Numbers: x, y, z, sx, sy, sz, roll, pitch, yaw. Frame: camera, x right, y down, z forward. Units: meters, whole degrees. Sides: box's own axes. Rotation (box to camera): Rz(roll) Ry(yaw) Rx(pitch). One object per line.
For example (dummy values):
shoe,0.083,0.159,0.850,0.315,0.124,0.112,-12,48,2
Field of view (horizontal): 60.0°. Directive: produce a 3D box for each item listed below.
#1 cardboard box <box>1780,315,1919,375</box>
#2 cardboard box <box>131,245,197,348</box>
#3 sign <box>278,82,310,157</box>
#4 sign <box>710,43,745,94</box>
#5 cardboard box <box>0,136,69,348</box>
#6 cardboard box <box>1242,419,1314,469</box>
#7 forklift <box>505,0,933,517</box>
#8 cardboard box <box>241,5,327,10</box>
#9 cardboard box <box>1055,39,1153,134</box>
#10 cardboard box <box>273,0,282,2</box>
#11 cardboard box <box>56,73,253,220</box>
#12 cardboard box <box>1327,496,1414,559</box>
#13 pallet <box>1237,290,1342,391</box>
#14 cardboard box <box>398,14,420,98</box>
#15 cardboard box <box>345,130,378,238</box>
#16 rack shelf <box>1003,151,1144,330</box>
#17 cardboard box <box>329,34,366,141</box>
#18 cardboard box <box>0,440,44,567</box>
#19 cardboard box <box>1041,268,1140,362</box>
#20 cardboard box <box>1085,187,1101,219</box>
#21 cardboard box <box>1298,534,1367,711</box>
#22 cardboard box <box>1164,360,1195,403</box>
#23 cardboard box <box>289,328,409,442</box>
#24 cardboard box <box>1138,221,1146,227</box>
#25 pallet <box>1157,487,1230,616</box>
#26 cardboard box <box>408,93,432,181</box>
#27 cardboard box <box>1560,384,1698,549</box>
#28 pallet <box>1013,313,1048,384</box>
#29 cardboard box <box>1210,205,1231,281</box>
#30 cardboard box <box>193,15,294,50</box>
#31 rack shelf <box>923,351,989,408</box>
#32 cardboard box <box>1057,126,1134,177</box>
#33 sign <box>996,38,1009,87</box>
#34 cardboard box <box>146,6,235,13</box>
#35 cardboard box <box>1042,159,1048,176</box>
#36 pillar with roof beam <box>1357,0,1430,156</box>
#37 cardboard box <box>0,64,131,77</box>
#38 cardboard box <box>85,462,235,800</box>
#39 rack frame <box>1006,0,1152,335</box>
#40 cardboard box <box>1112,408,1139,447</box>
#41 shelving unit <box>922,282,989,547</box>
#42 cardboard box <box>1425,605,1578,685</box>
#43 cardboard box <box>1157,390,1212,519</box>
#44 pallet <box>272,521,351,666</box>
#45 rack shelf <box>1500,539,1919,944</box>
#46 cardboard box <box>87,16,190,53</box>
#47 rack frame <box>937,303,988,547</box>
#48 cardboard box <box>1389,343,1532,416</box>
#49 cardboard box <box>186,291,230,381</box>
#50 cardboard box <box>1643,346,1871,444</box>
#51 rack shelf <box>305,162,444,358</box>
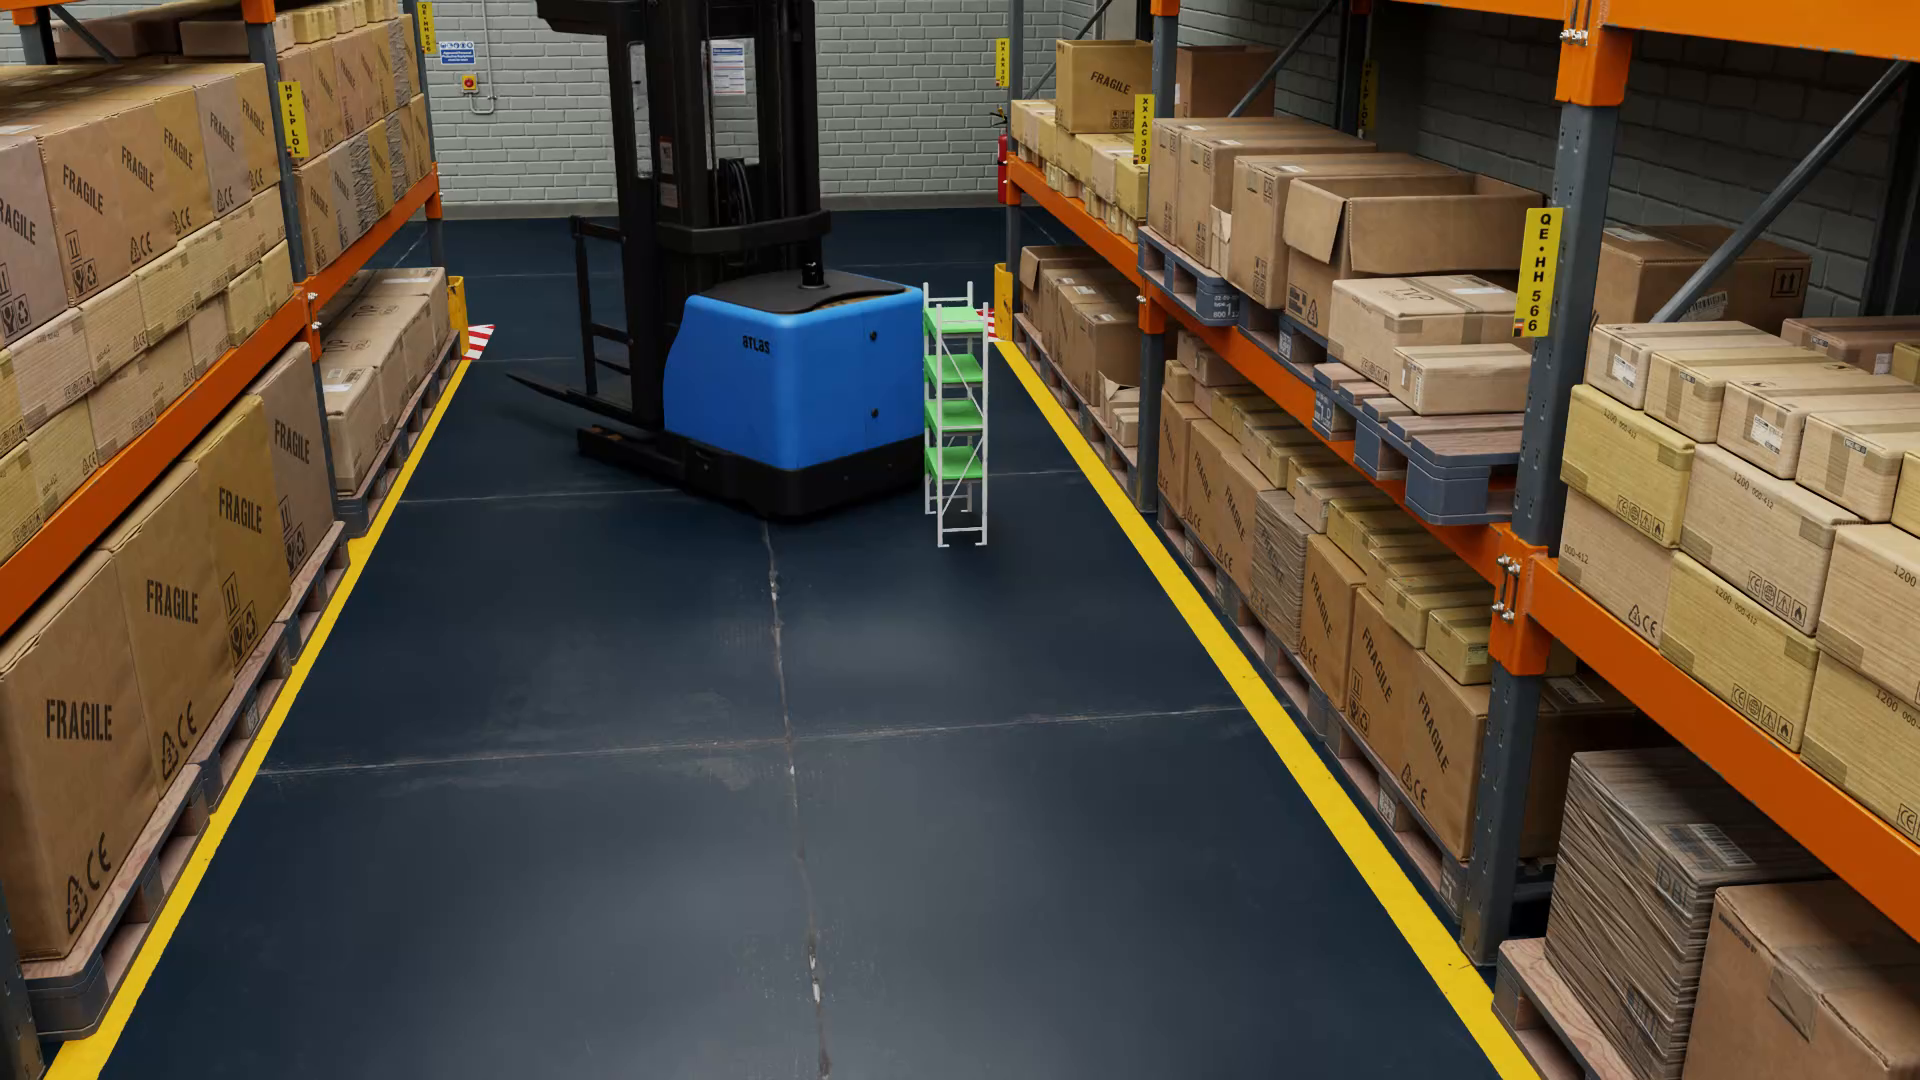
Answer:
cardboard box,2.239,-0.444,4.049,0.380,0.149,0.250,-2,21,-6
cardboard box,-2.941,-0.825,5.637,0.500,0.250,0.500,-3,21,-7
sign,-2.960,-1.866,7.382,0.100,0.325,0.005,-3,21,-8
sign,-2.350,-4.773,16.844,0.329,0.494,0.001,-3,21,-8
cardboard box,-2.829,-0.814,4.537,0.500,0.500,0.500,-3,21,-8
cardboard box,1.421,-0.410,7.073,0.380,0.149,0.250,-3,21,-8
forklift,-1.540,-1.916,9.157,1.130,2.935,3.031,-19,28,-41
cardboard box,-3.518,-2.711,8.688,0.380,0.149,0.250,-3,21,-8
cardboard box,0.854,-2.696,9.866,0.500,0.500,0.500,-2,21,-6
cardboard box,-4.117,-3.035,9.557,0.380,0.149,0.250,-3,21,-7
cardboard box,-3.101,-1.524,6.437,0.500,0.500,0.500,-3,21,-7
cardboard box,1.576,-0.050,6.109,0.380,0.149,0.250,-3,21,-9
pallet,1.707,-0.779,6.290,1.003,0.211,1.213,-3,21,-8
cardboard box,-3.767,-3.075,10.589,0.500,0.500,0.500,-2,21,-6
cardboard box,-3.438,-1.899,8.870,0.500,0.500,0.500,-3,21,-7
rack shelf,1.127,-1.937,10.142,1.077,0.370,4.000,-3,21,-8
cardboard box,-3.454,-2.375,8.716,0.500,0.500,0.500,-3,21,-7
cardboard box,-2.741,-0.056,4.294,0.500,0.250,0.500,-3,21,-9
cardboard box,0.918,-1.477,10.857,0.700,0.500,0.500,-2,21,-6
cardboard box,0.924,-1.918,9.424,0.380,0.149,0.250,-3,21,-9
cardboard box,1.579,0.288,6.131,0.500,0.500,0.500,-2,21,-5
cardboard box,1.204,-0.773,8.044,0.380,0.149,0.250,-2,21,-5
cardboard box,-3.610,-0.859,9.290,0.875,0.438,0.875,-4,21,-9
cardboard box,1.120,-1.561,8.468,0.380,0.149,0.250,-3,21,-7
pallet,1.570,0.005,7.901,1.003,0.211,1.213,-3,21,-8
cardboard box,-3.741,-2.608,10.768,0.500,0.500,0.500,-3,21,-7
cardboard box,1.790,-0.193,3.945,0.500,0.250,0.500,-3,21,-8
pallet,0.966,-1.357,11.549,1.003,0.211,1.213,-3,21,-8
cardboard box,1.236,-1.214,6.773,0.396,0.266,0.258,-2,21,-5
cardboard box,-3.337,-2.359,7.746,0.380,0.149,0.250,-3,21,-7
rack shelf,-0.024,-0.784,8.098,0.258,0.148,0.480,-3,21,-8
cardboard box,0.882,-2.339,9.980,0.500,0.250,0.500,-3,21,-9
sign,0.302,-3.344,11.645,0.100,0.325,0.005,-3,21,-8
cardboard box,-3.977,-2.685,8.619,0.380,0.149,0.250,-3,21,-9
cardboard box,0.745,-2.455,10.861,0.380,0.149,0.250,-2,21,-6
pillar with roof beam,-2.053,-4.461,7.298,9.100,9.000,0.400,-3,21,-8
cardboard box,-3.717,-1.678,6.849,0.500,0.500,0.500,-3,21,-7
cardboard box,-3.061,0.302,5.558,0.875,0.875,0.875,-3,21,-7
rack frame,0.839,-2.966,11.870,1.000,3.000,0.127,-3,21,-8
cardboard box,1.045,-0.620,9.064,0.380,0.149,0.250,-4,21,-9
shelving unit,-0.024,-0.619,8.160,0.258,1.200,0.503,-3,21,-8
cardboard box,1.670,0.316,5.128,0.380,0.149,0.250,-4,21,-10
cardboard box,1.263,-0.428,8.047,0.500,0.500,0.500,-2,21,-5
pallet,-3.310,0.240,7.271,1.003,0.211,1.213,-3,21,-8
rack shelf,2.280,0.833,2.726,1.077,0.370,4.000,-3,21,-8
cardboard box,-3.786,-2.336,7.684,0.380,0.149,0.250,-2,21,-6
rack frame,0.011,-0.535,7.933,0.240,1.200,0.015,-3,21,-8
cardboard box,1.518,-0.483,4.982,0.380,0.149,0.250,-3,21,-7
cardboard box,-3.056,-0.765,6.190,0.500,0.250,0.500,-3,21,-9
cardboard box,1.786,-0.329,3.741,0.380,0.149,0.250,-2,21,-7
rack shelf,-3.784,-1.685,9.468,1.077,0.370,4.000,-3,21,-8
